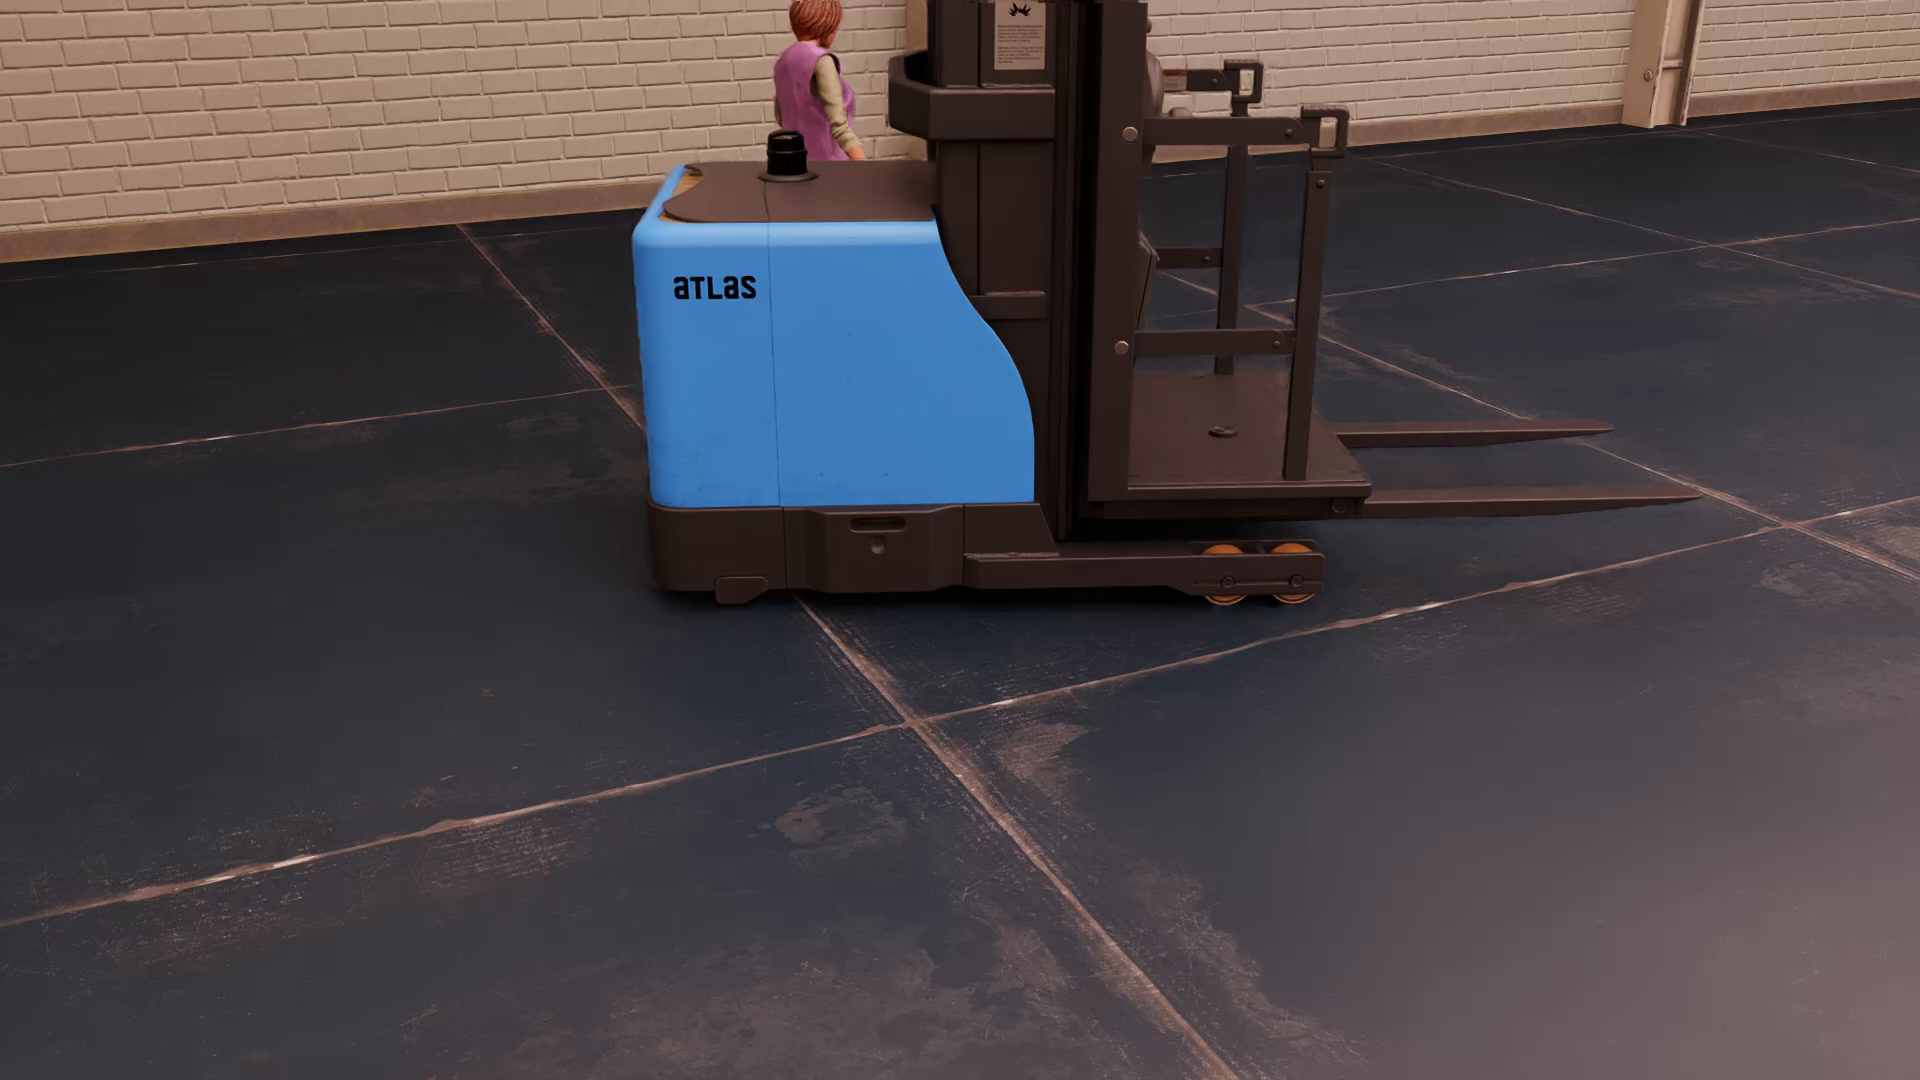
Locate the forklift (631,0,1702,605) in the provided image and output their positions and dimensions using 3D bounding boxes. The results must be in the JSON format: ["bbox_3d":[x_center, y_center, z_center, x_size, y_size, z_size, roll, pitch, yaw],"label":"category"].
[{"bbox_3d":[0.629,-1.373,4.592,3.031,2.935,1.130,-1,23,-3],"label":"forklift"}]

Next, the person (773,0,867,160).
[{"bbox_3d":[-0.550,-1.492,6.813,0.607,1.481,0.811,-14,26,-30],"label":"person"}]
